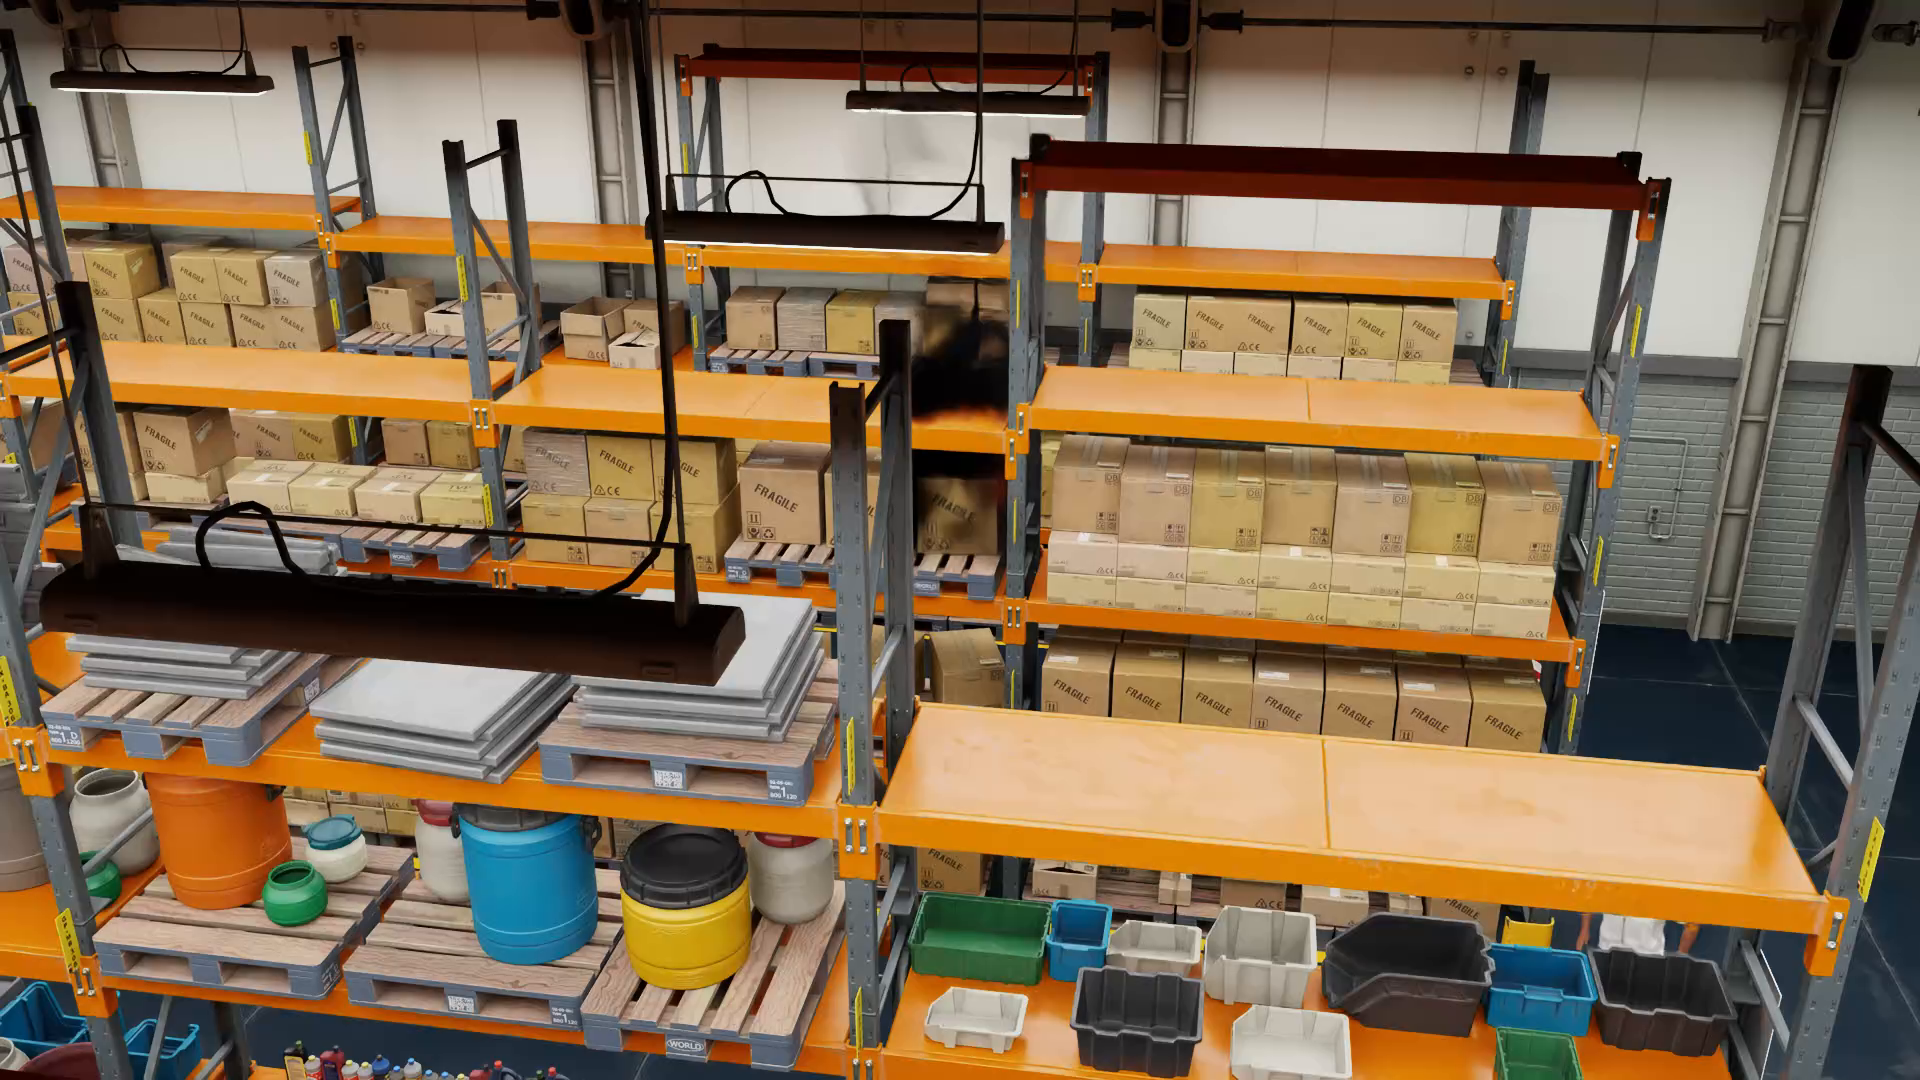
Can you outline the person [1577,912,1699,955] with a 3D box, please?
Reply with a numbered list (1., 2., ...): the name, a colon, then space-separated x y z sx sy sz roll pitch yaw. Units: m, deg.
1. person: 4.620 2.852 11.484 0.757 1.727 0.614 19 30 38
